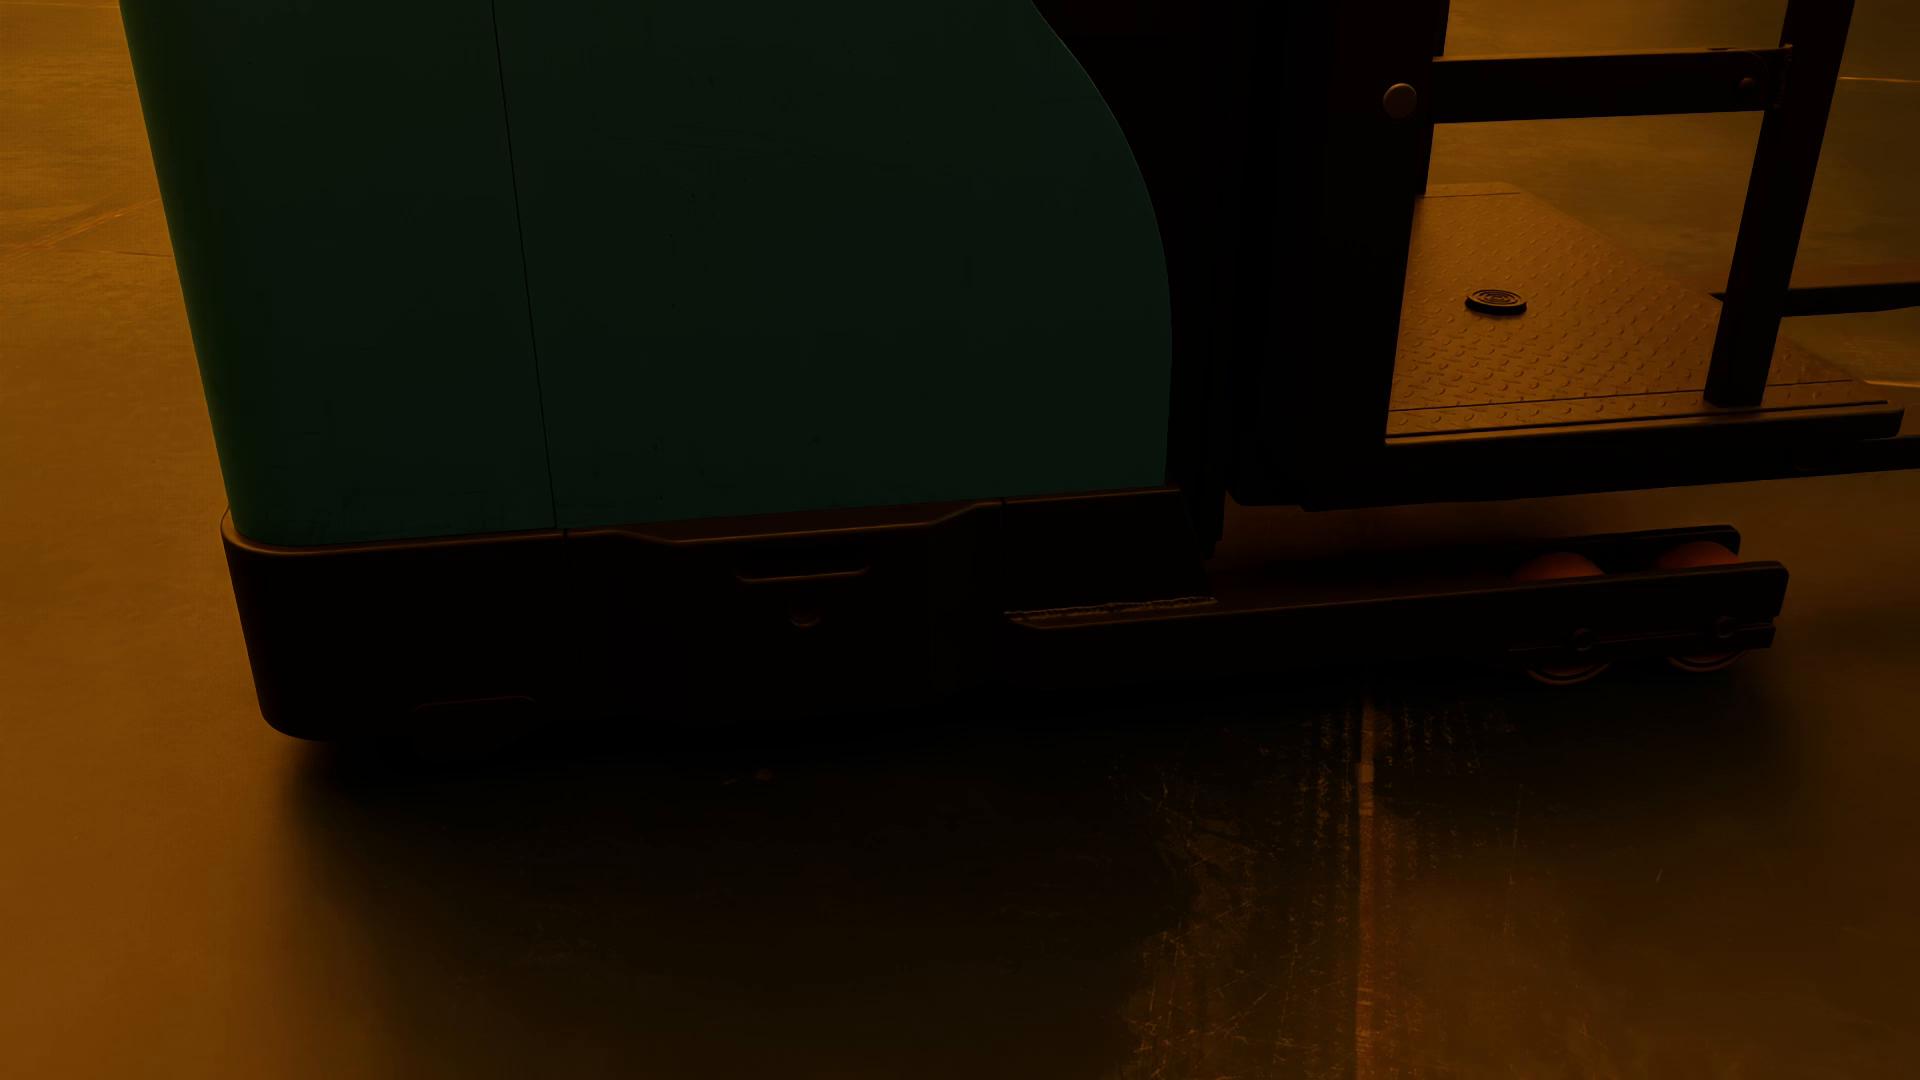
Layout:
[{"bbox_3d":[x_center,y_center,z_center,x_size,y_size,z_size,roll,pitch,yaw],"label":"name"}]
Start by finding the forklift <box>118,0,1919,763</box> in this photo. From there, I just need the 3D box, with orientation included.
[{"bbox_3d":[0.600,-1.354,1.930,3.031,2.935,1.130,-4,27,-9],"label":"forklift"}]
